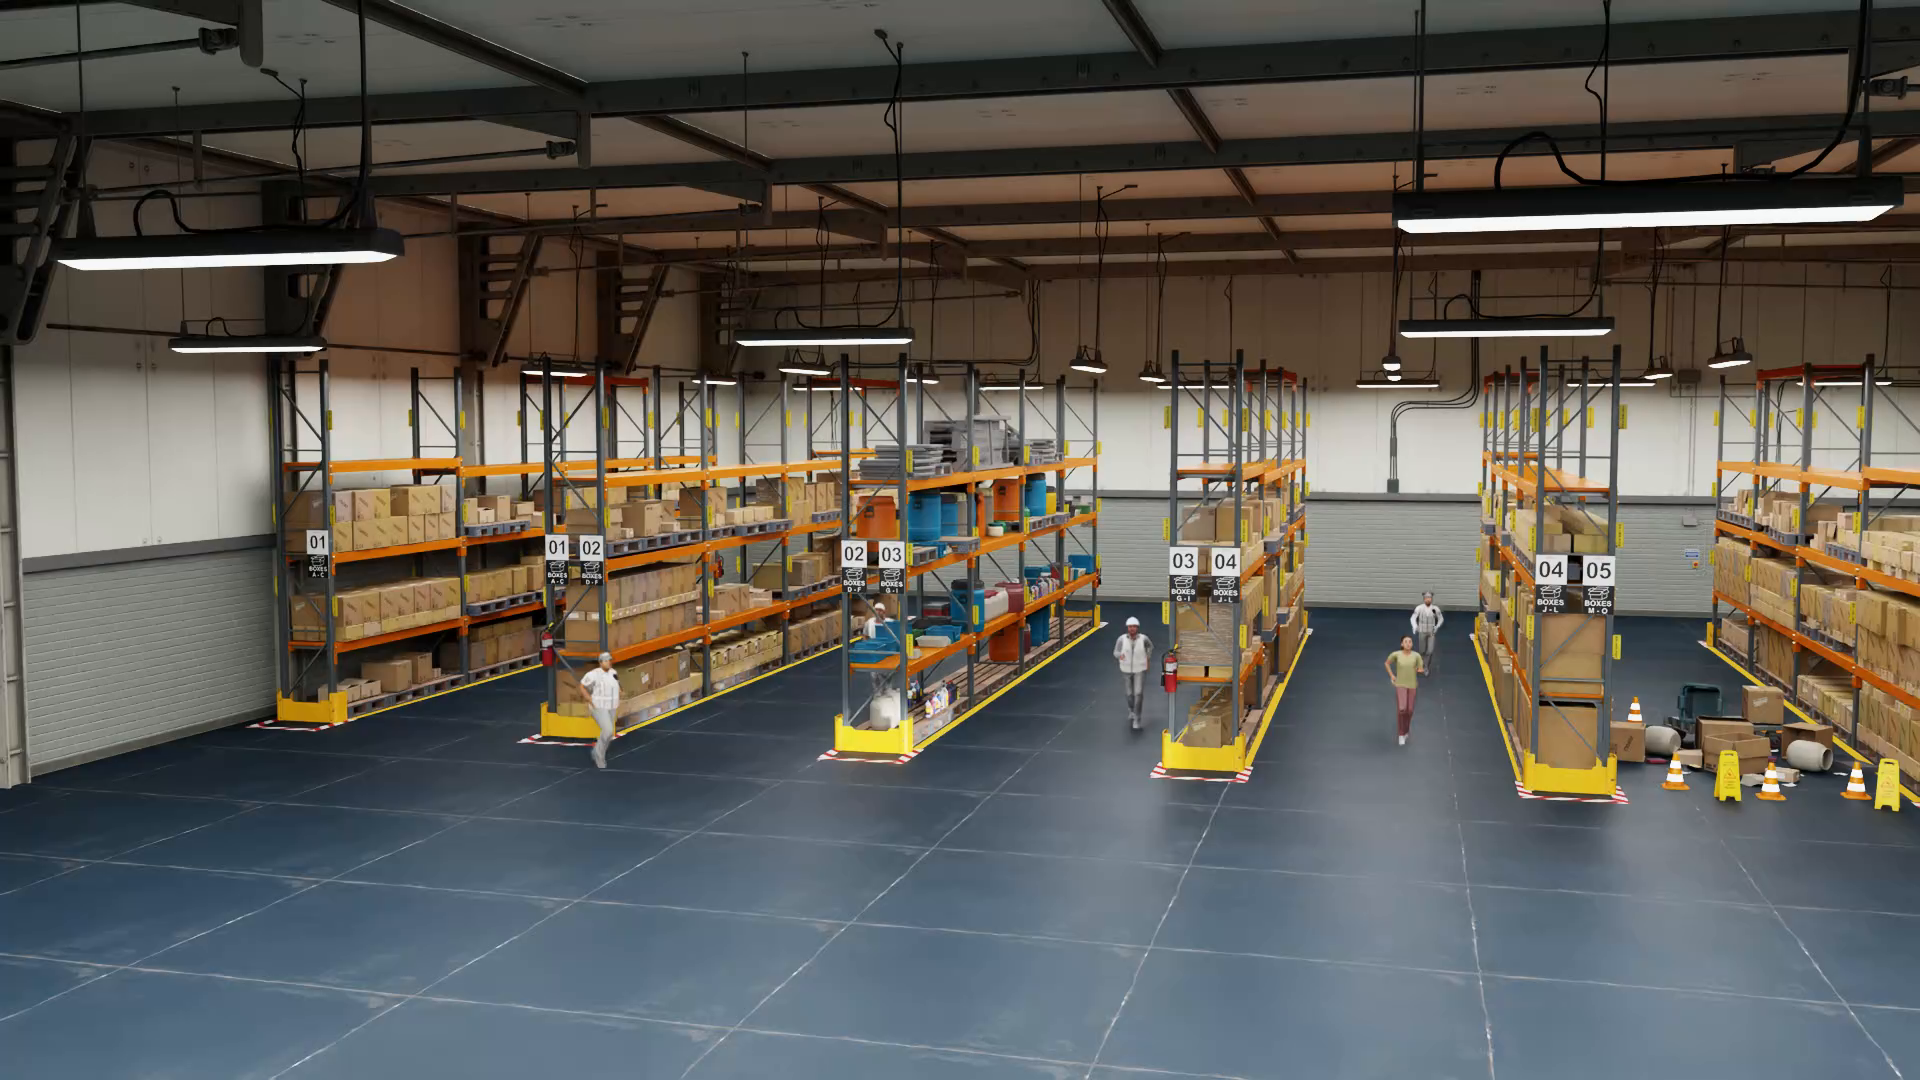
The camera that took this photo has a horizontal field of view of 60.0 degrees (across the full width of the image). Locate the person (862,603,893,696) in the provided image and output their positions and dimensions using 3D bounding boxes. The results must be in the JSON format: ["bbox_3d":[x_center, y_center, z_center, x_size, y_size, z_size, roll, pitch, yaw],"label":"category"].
[{"bbox_3d":[-1.440,1.995,29.669,0.675,1.735,0.610,1,4,10],"label":"person"}]

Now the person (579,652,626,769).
[{"bbox_3d":[-5.124,2.461,24.021,0.685,1.687,0.579,3,5,37],"label":"person"}]

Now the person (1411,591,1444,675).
[{"bbox_3d":[9.245,1.829,32.899,0.629,1.670,0.550,1,4,13],"label":"person"}]

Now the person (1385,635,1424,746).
[{"bbox_3d":[6.912,2.317,25.785,0.559,1.706,0.661,0,4,1],"label":"person"}]

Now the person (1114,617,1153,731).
[{"bbox_3d":[2.832,2.150,27.250,0.610,1.805,0.888,1,4,16],"label":"person"}]
